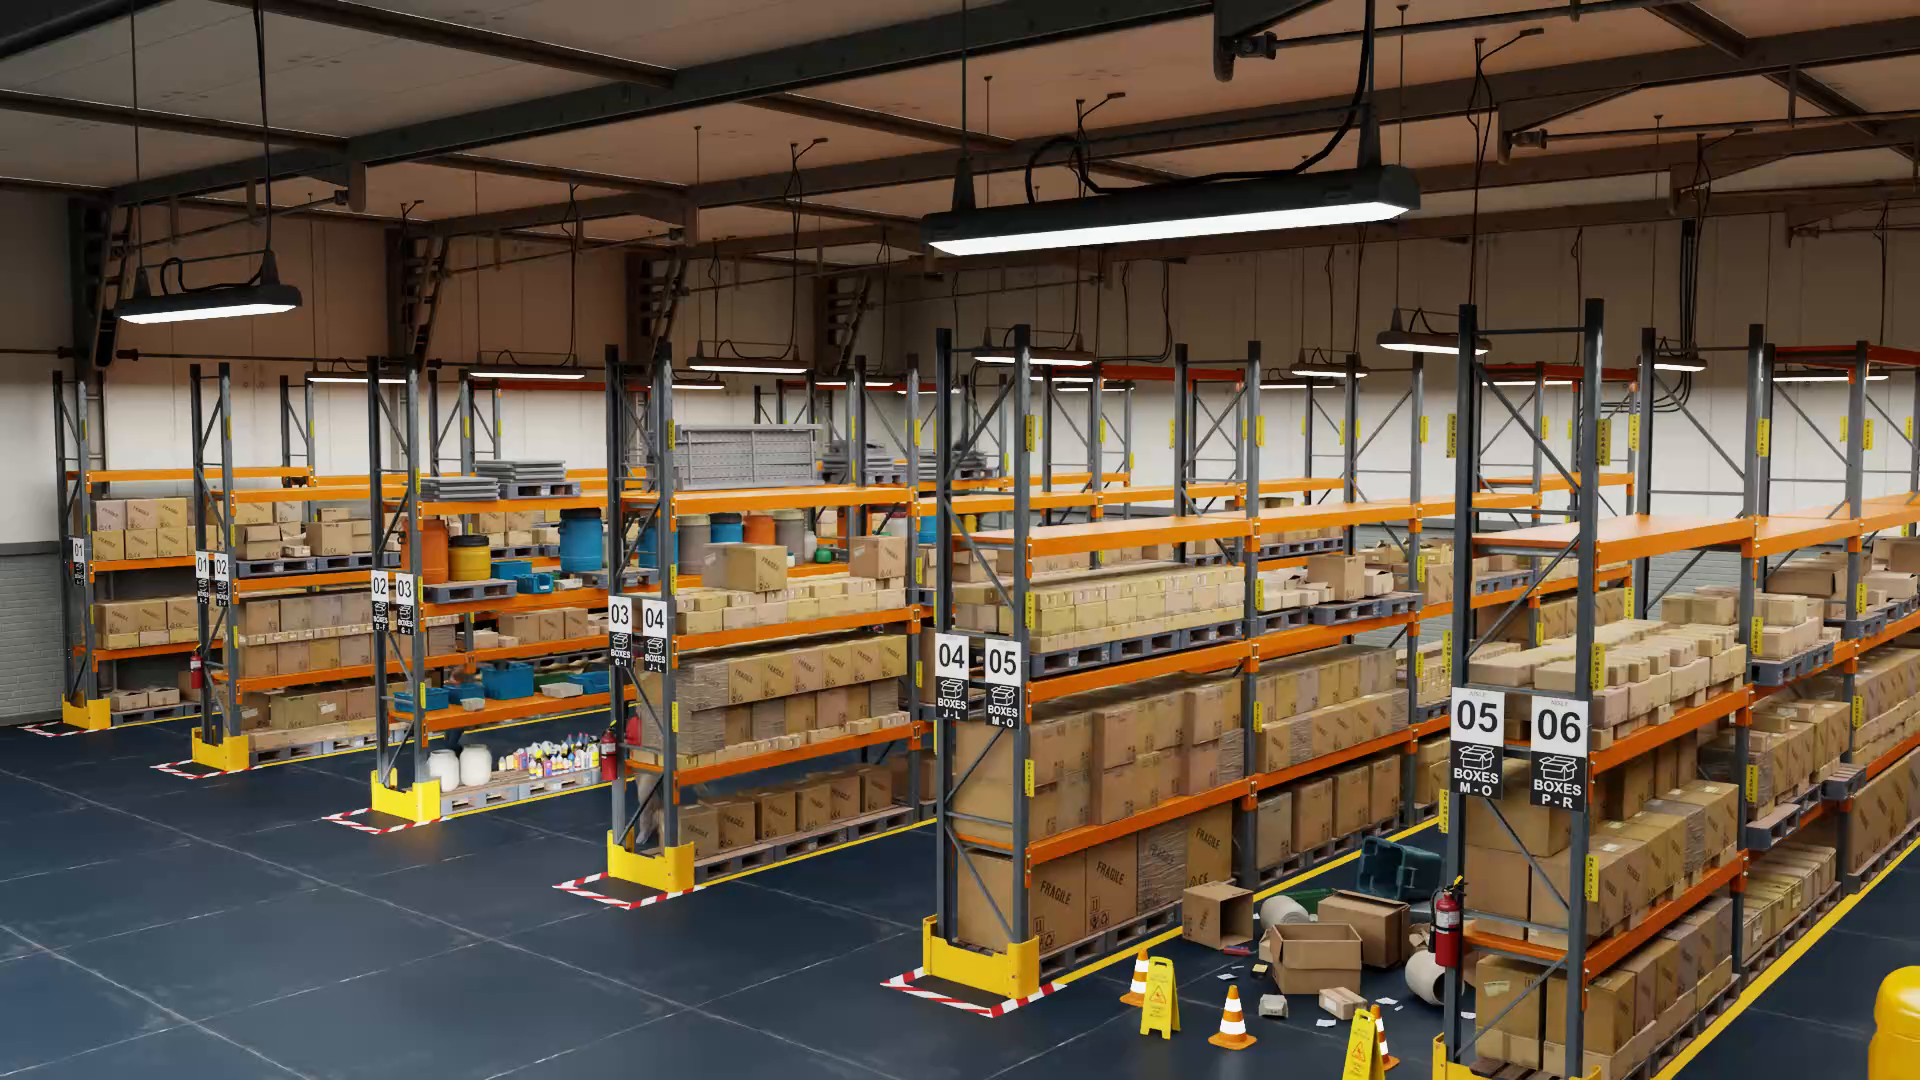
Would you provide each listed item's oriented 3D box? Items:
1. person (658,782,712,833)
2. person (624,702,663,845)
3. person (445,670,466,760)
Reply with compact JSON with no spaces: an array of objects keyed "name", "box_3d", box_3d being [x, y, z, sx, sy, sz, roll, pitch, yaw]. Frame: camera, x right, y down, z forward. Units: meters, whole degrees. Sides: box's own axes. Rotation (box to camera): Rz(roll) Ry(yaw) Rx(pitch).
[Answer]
[{"name":"person","box_3d":[-3.443,2.795,21.020,0.550,1.698,0.878,3,5,40]},{"name":"person","box_3d":[-3.878,2.827,20.552,0.603,1.786,0.866,2,5,30]},{"name":"person","box_3d":[-7.296,2.652,24.041,0.530,1.553,0.551,3,5,35]}]
